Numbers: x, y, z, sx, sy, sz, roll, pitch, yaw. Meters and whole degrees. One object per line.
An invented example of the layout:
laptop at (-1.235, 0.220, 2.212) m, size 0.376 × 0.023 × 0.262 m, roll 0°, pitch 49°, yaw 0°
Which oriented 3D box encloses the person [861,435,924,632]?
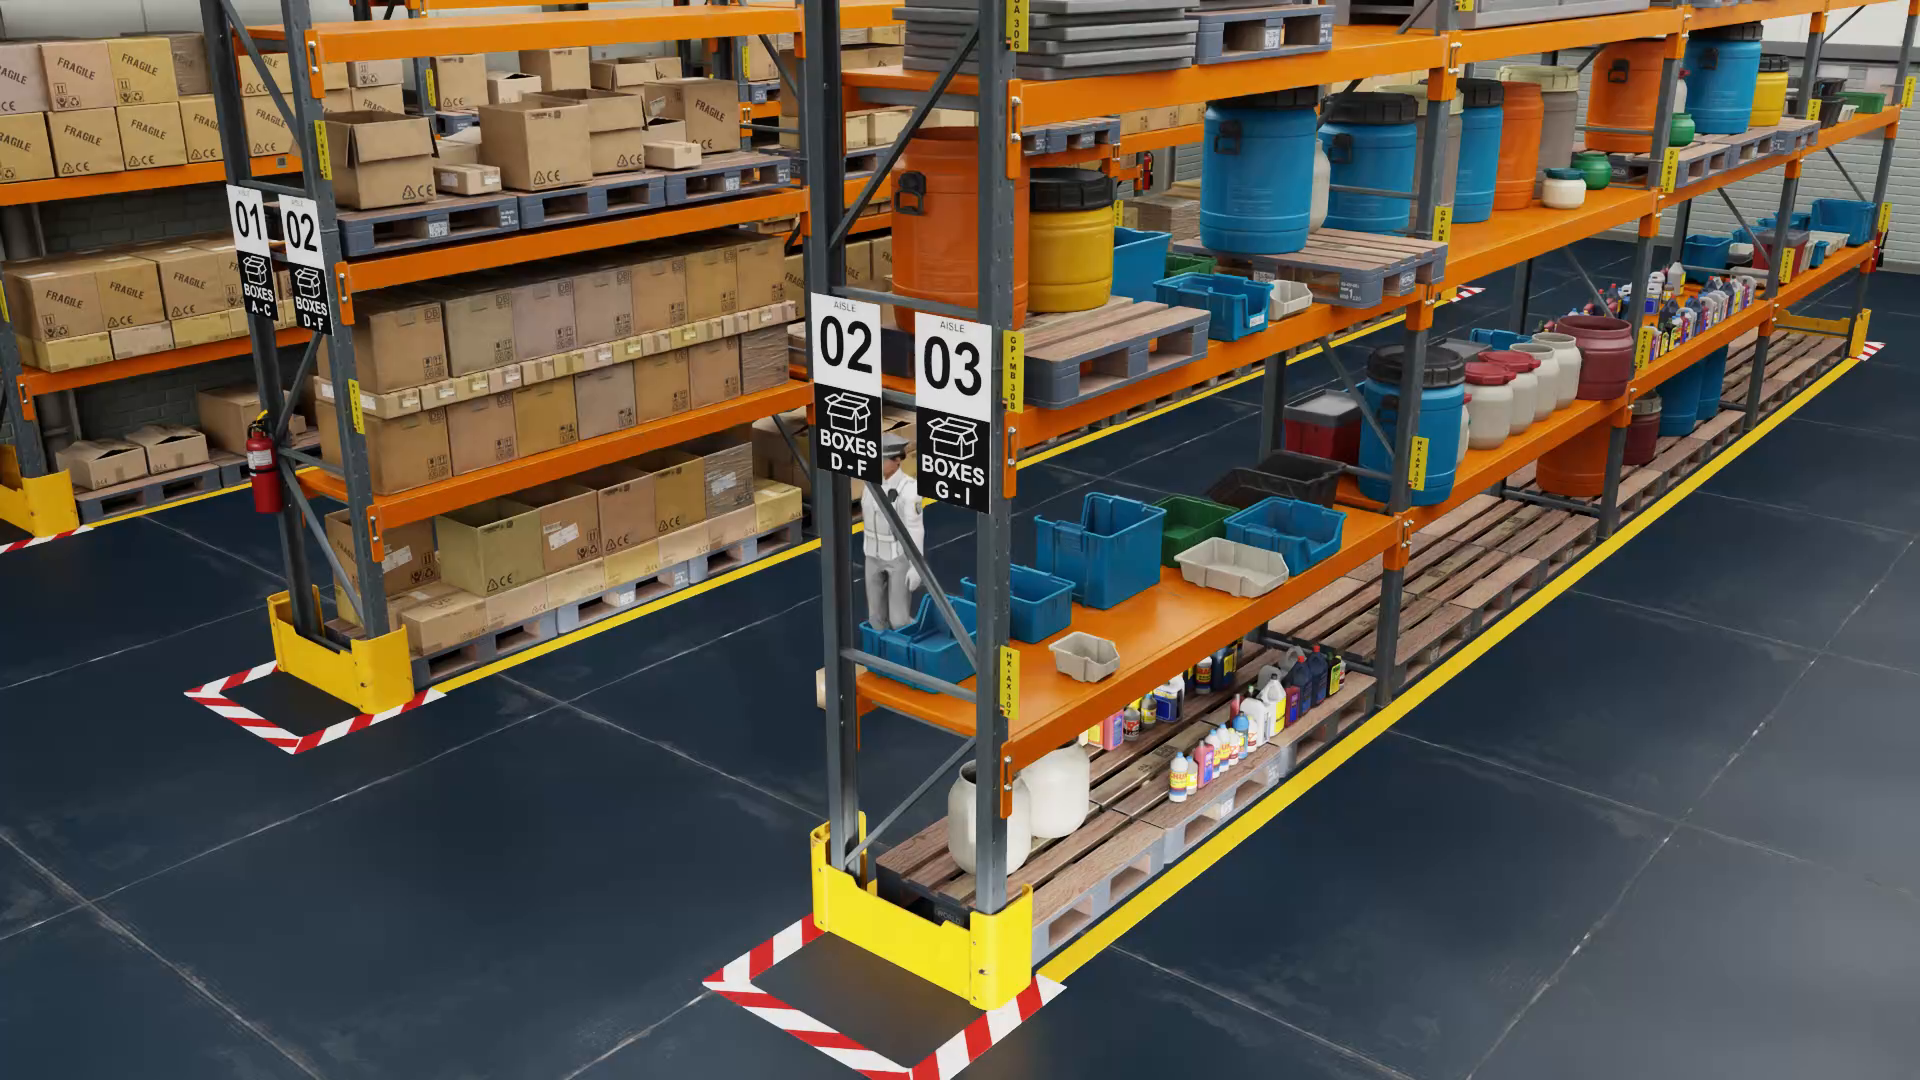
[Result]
person at (-0.453, 0.158, 10.649) m, size 0.499 × 1.698 × 0.482 m, roll 16°, pitch 26°, yaw 37°
